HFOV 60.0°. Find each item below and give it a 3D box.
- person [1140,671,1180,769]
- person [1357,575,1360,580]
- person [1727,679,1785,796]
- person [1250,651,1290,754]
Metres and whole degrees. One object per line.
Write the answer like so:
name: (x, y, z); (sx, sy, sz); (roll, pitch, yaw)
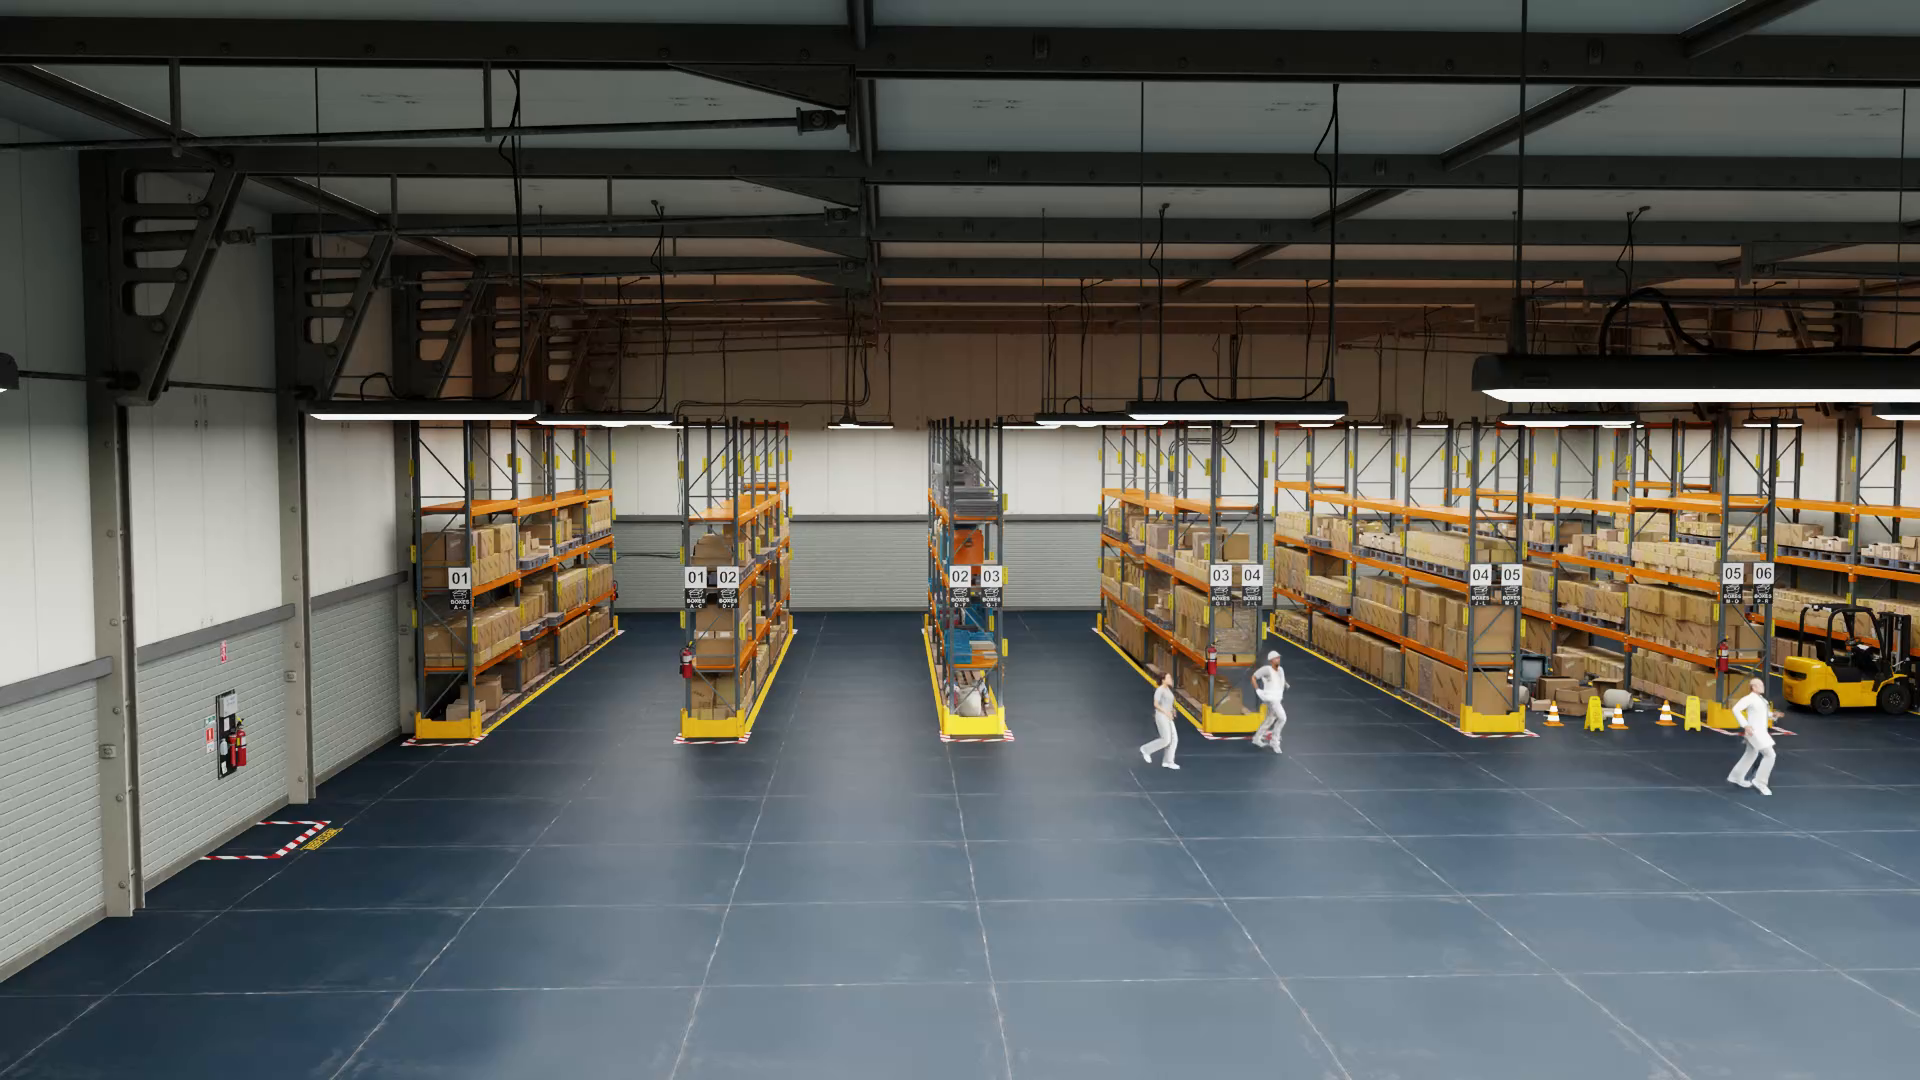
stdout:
person: (3.437, 3.056, 28.379); (0.685, 1.655, 0.589); (2, 4, 28)
person: (11.251, 1.858, 46.794); (0.585, 1.689, 0.818); (-1, 4, -10)
person: (12.624, 3.117, 26.380); (0.825, 1.842, 0.668); (3, 5, 35)
person: (5.588, 2.894, 29.865); (0.699, 1.820, 0.670); (3, 5, 35)
